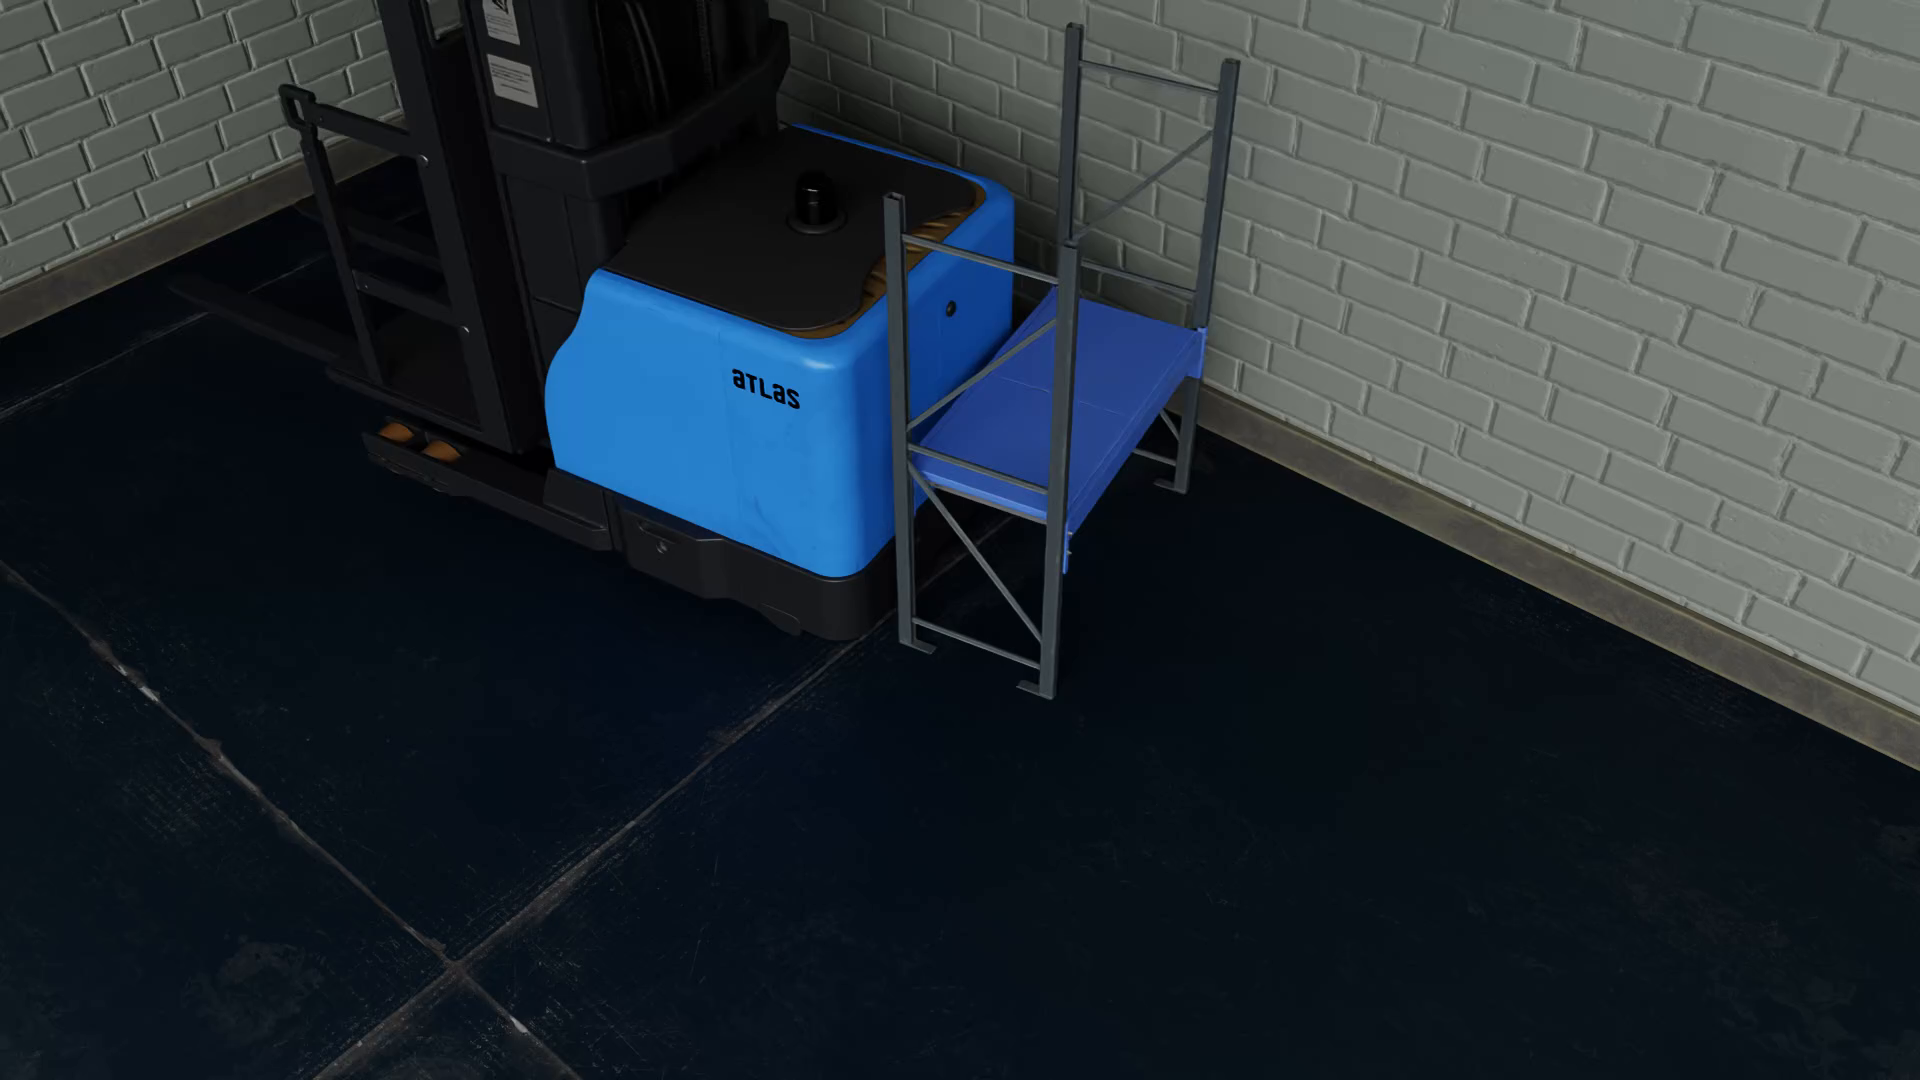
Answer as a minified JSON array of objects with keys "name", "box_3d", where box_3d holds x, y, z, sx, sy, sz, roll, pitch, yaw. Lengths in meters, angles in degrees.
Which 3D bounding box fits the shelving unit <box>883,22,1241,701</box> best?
[{"name":"shelving unit","box_3d":[0.283,-0.486,4.670,0.538,1.500,1.048,19,46,20]}]

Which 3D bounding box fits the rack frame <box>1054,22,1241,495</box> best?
[{"name":"rack frame","box_3d":[0.519,-0.789,5.003,0.500,1.500,0.032,19,46,20]}]

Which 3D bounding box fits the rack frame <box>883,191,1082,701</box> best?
[{"name":"rack frame","box_3d":[0.048,-0.183,4.336,0.500,1.500,0.032,19,46,20]}]

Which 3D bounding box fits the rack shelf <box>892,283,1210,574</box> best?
[{"name":"rack shelf","box_3d":[0.283,-0.353,4.791,0.538,0.185,1.000,19,46,20]}]

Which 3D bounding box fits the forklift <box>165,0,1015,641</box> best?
[{"name":"forklift","box_3d":[-1.361,-1.525,4.749,3.031,2.935,1.130,21,46,22]}]
